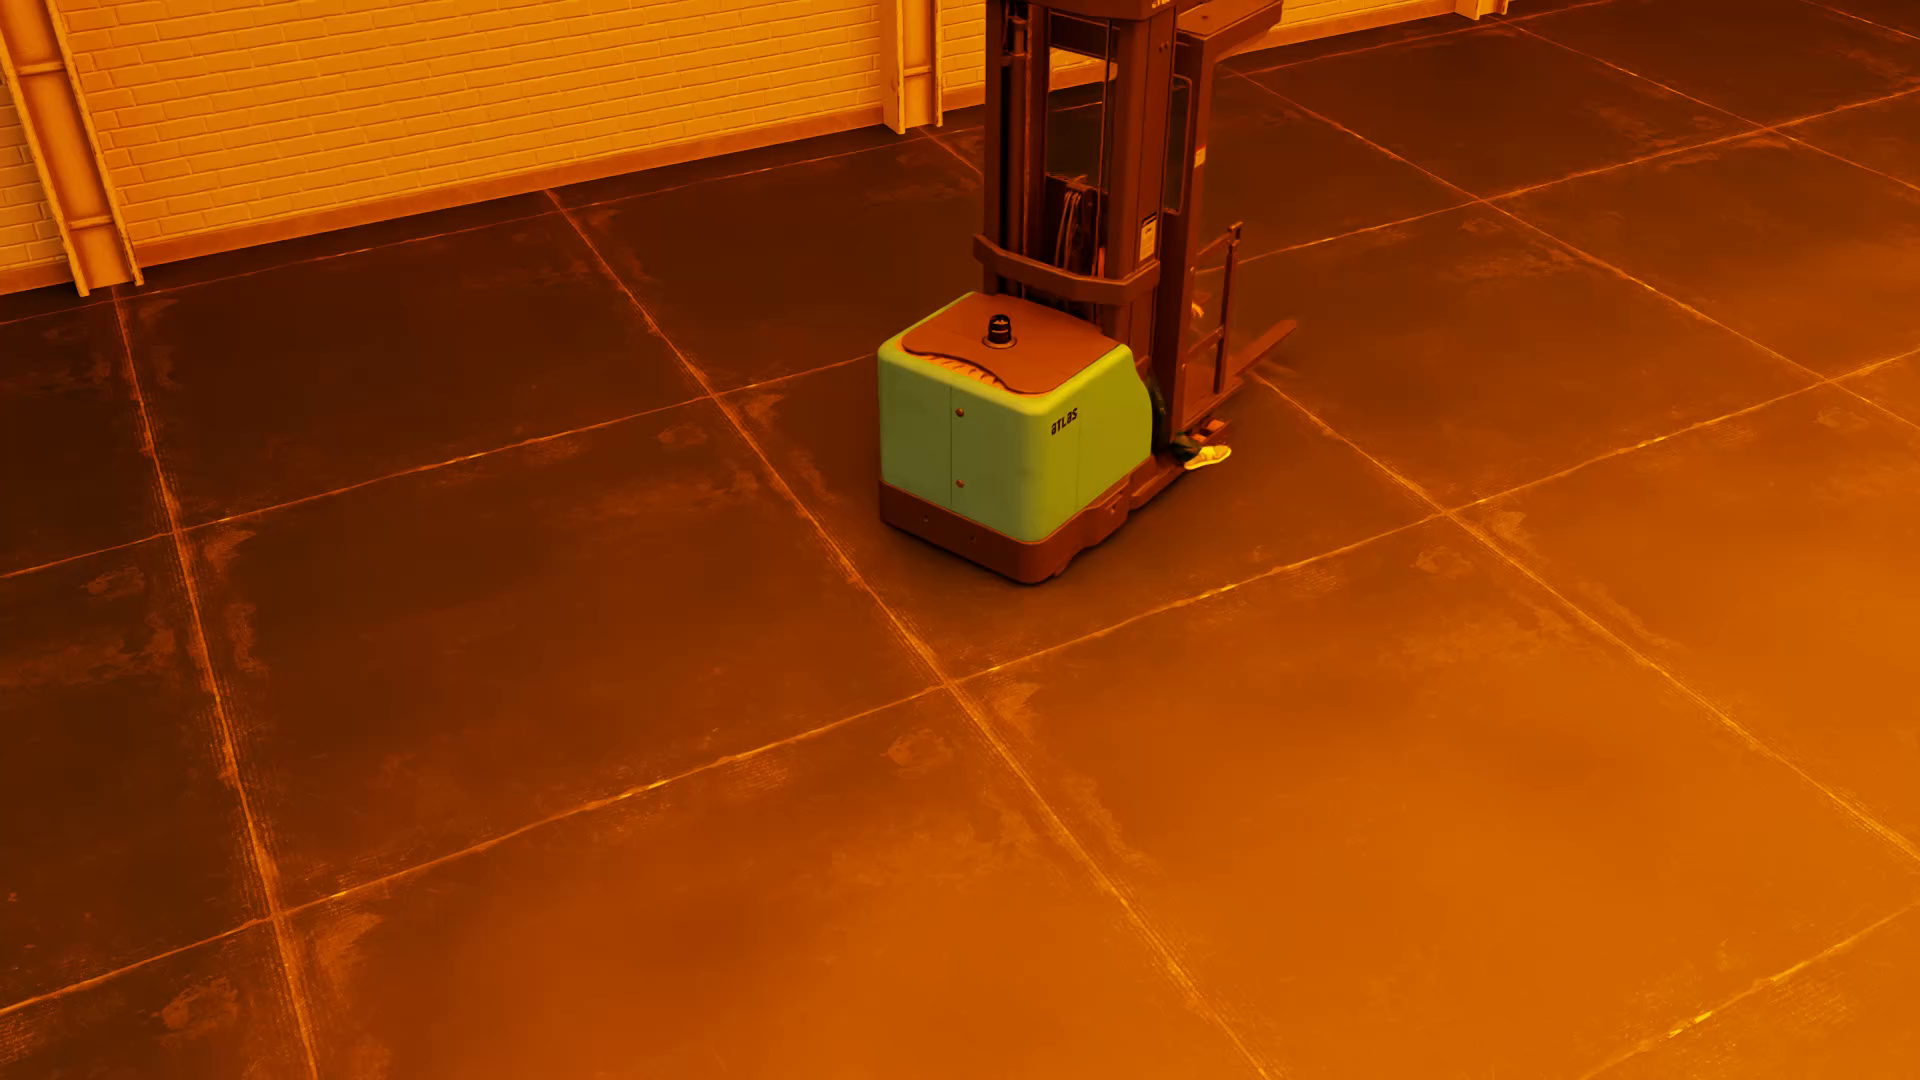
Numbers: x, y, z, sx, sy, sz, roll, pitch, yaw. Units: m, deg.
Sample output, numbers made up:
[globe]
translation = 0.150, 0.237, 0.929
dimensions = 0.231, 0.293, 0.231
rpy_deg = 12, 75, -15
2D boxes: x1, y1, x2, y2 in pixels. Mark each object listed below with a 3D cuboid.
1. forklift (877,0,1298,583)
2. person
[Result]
[forklift]
translation = 0.876, -1.775, 8.634
dimensions = 1.130, 2.935, 3.031
rpy_deg = 24, 42, 30
[person]
translation = 0.960, -1.029, 8.741
dimensions = 0.980, 1.463, 0.760
rpy_deg = -3, 35, -4
